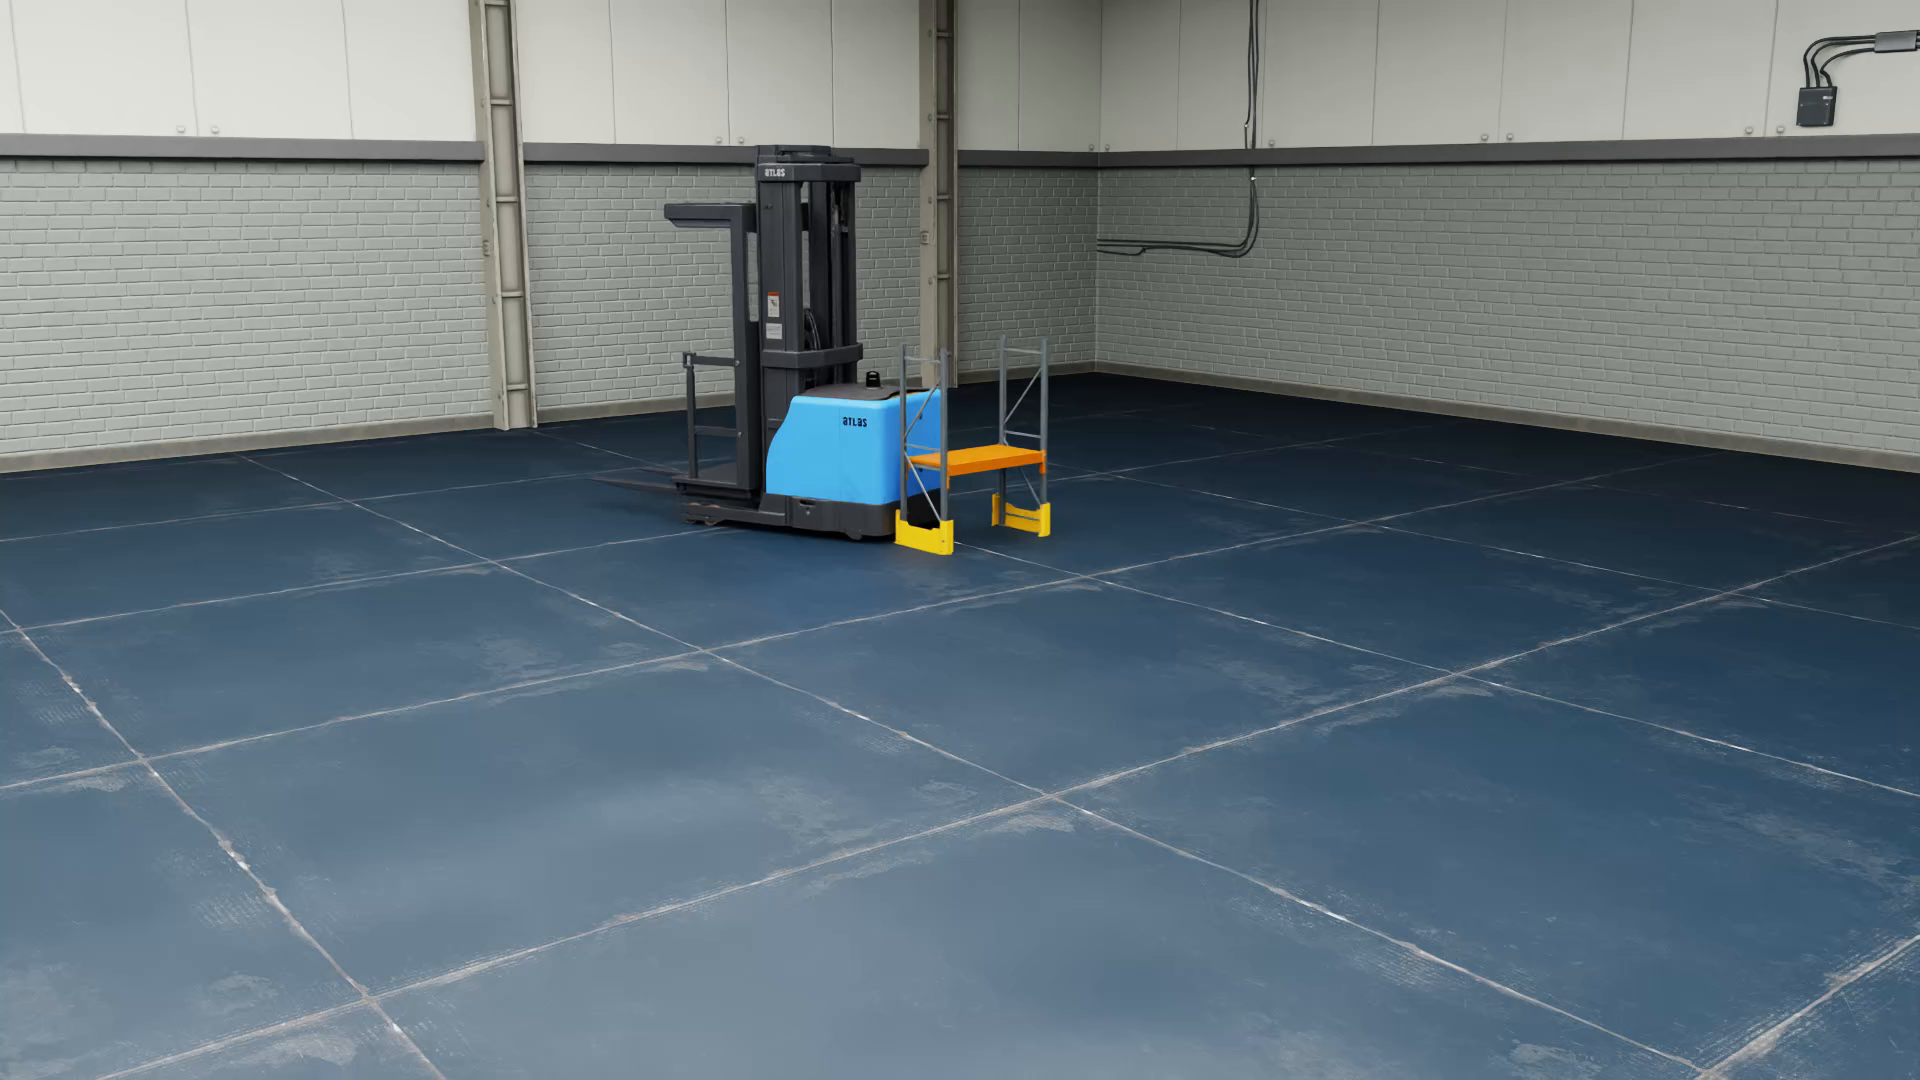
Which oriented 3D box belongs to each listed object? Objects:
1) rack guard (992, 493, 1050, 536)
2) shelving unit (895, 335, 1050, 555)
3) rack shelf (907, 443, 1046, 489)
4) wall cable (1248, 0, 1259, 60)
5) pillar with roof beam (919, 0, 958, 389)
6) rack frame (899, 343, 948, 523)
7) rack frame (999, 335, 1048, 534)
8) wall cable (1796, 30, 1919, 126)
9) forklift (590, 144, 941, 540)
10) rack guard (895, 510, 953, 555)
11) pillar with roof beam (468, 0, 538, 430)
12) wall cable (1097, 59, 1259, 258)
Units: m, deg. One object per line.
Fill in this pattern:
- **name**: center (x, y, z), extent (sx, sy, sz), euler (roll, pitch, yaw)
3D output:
- **rack guard**: center (0.472, -0.199, 12.963), extent (0.087, 0.250, 0.587), euler (-11, 16, -41)
- **shelving unit**: center (0.103, -0.741, 12.506), extent (1.083, 1.500, 0.587), euler (-11, 16, -41)
- **rack shelf**: center (0.109, -0.566, 12.550), extent (1.000, 0.185, 0.538), euler (-11, 16, -41)
- **wall cable**: center (4.540, -7.122, 19.819), extent (0.112, 2.526, 3.097), euler (-9, 15, -38)
- **pillar with roof beam**: center (2.413, -5.743, 18.009), extent (0.400, 9.000, 9.100), euler (-9, 15, -38)
- **rack frame**: center (-0.268, -0.671, 12.179), extent (0.032, 1.500, 0.500), euler (-11, 16, -41)
- **rack frame**: center (0.487, -0.813, 12.845), extent (0.032, 1.500, 0.500), euler (-11, 16, -41)
- **wall cable**: center (8.768, -6.731, 14.473), extent (0.169, 6.003, 2.305), euler (-9, 15, -38)
- **forklift**: center (-1.637, -1.633, 13.262), extent (3.031, 2.935, 1.130), euler (7, 14, 29)
- **rack guard**: center (-0.267, -0.060, 12.310), extent (0.087, 0.250, 0.587), euler (-11, 16, -41)
- **pillar with roof beam**: center (-2.273, -4.964, 14.343), extent (0.400, 9.000, 9.100), euler (-9, 15, -38)
- **wall cable**: center (2.850, -5.090, 22.410), extent (0.112, 2.526, 3.097), euler (-9, 15, -38)
